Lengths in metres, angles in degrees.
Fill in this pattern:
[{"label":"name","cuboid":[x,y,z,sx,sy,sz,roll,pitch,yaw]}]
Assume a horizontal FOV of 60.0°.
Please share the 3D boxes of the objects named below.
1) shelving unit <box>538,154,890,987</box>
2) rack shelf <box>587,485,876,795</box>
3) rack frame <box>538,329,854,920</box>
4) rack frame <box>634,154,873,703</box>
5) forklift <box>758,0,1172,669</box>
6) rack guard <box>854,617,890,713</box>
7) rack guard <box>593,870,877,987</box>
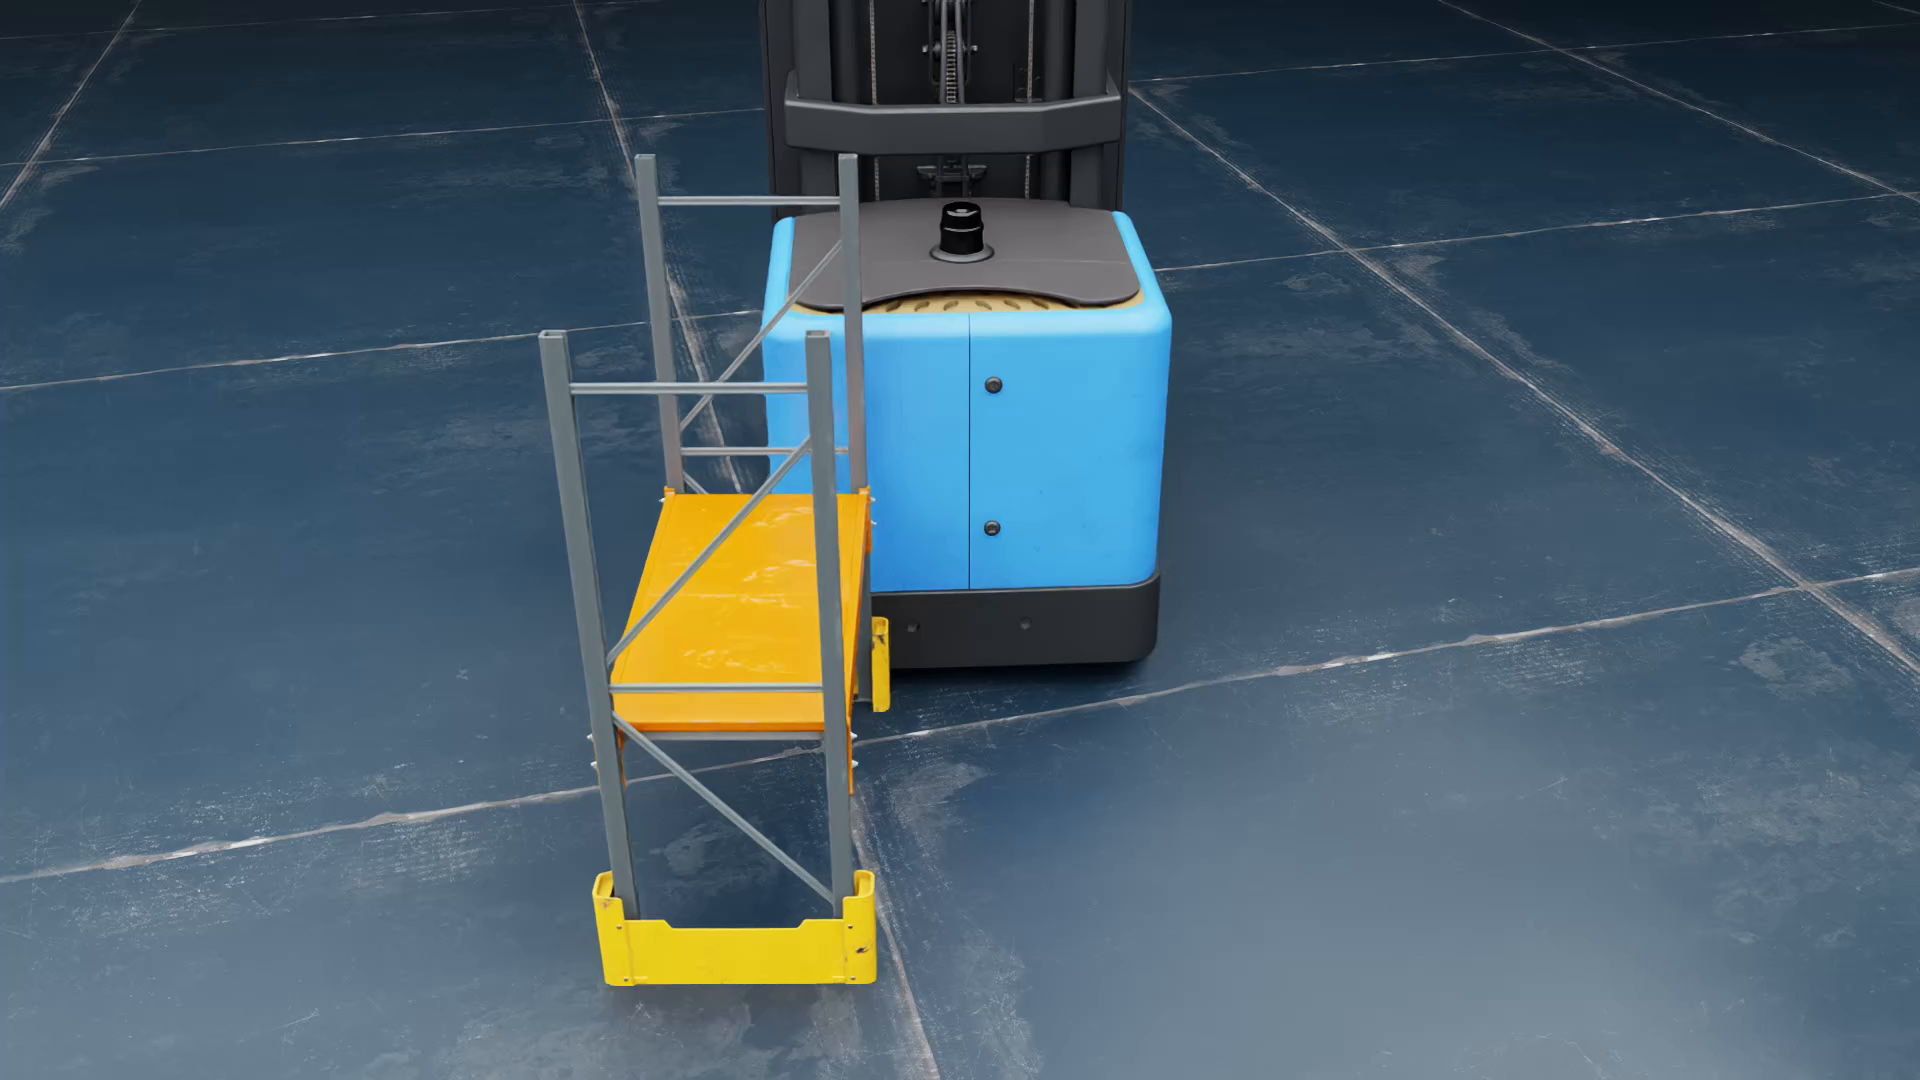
[{"label":"shelving unit","cuboid":[-0.479,0.042,3.680,0.587,1.500,1.083,0,30,0]},{"label":"rack shelf","cuboid":[-0.479,0.193,3.778,0.538,0.185,1.000,0,30,0]},{"label":"rack frame","cuboid":[-0.475,0.292,3.248,0.500,1.500,0.032,0,30,0]},{"label":"rack frame","cuboid":[-0.482,-0.217,4.128,0.500,1.500,0.032,0,30,0]},{"label":"forklift","cuboid":[-0.056,-1.619,5.121,1.130,2.935,3.031,-2,30,-3]},{"label":"rack guard","cuboid":[-0.482,0.334,4.424,0.587,0.250,0.087,0,30,0]},{"label":"rack guard","cuboid":[-0.475,0.833,3.562,0.587,0.250,0.087,0,30,0]}]
